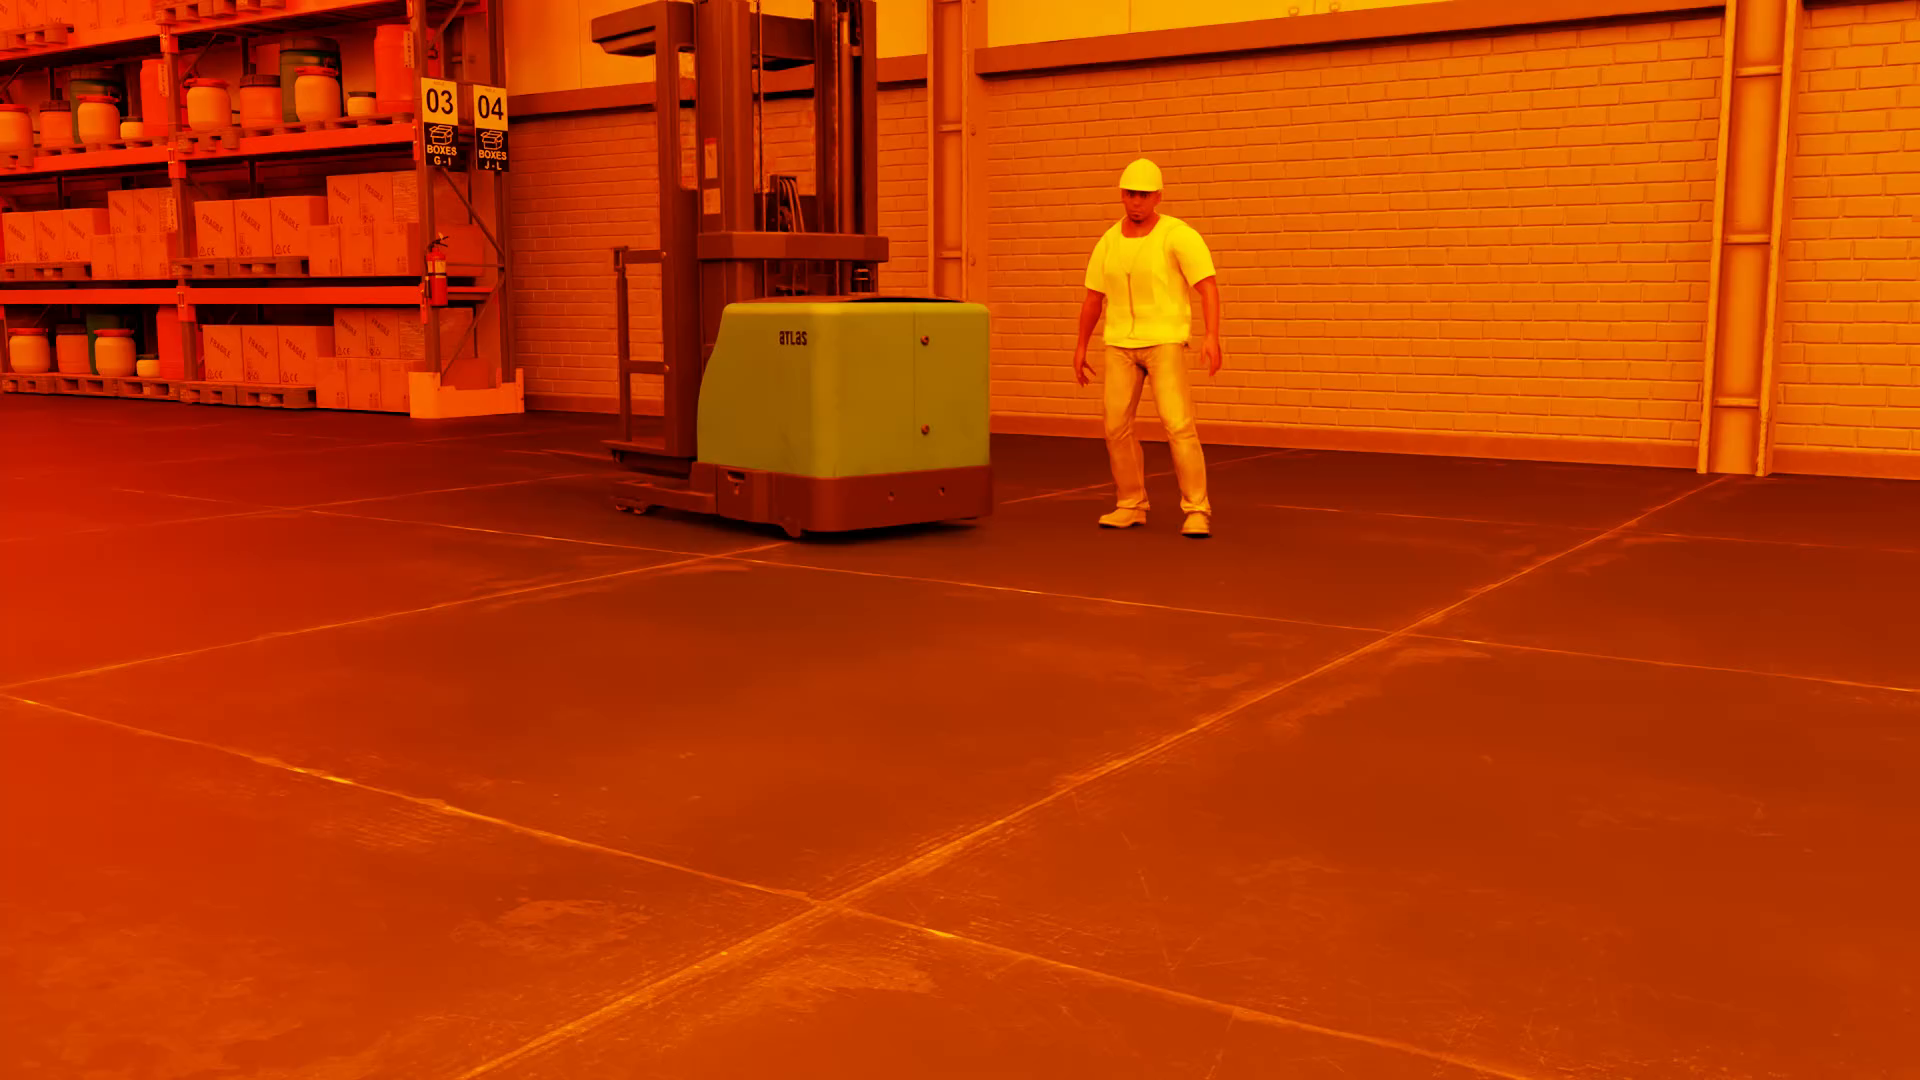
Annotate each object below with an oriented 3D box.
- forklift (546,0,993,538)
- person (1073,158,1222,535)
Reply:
[{"bbox_3d":[-1.178,-1.618,8.573,1.130,2.935,3.031,-7,11,-40],"label":"forklift"},{"bbox_3d":[0.874,-0.917,7.878,0.816,1.740,0.413,5,9,31],"label":"person"}]
